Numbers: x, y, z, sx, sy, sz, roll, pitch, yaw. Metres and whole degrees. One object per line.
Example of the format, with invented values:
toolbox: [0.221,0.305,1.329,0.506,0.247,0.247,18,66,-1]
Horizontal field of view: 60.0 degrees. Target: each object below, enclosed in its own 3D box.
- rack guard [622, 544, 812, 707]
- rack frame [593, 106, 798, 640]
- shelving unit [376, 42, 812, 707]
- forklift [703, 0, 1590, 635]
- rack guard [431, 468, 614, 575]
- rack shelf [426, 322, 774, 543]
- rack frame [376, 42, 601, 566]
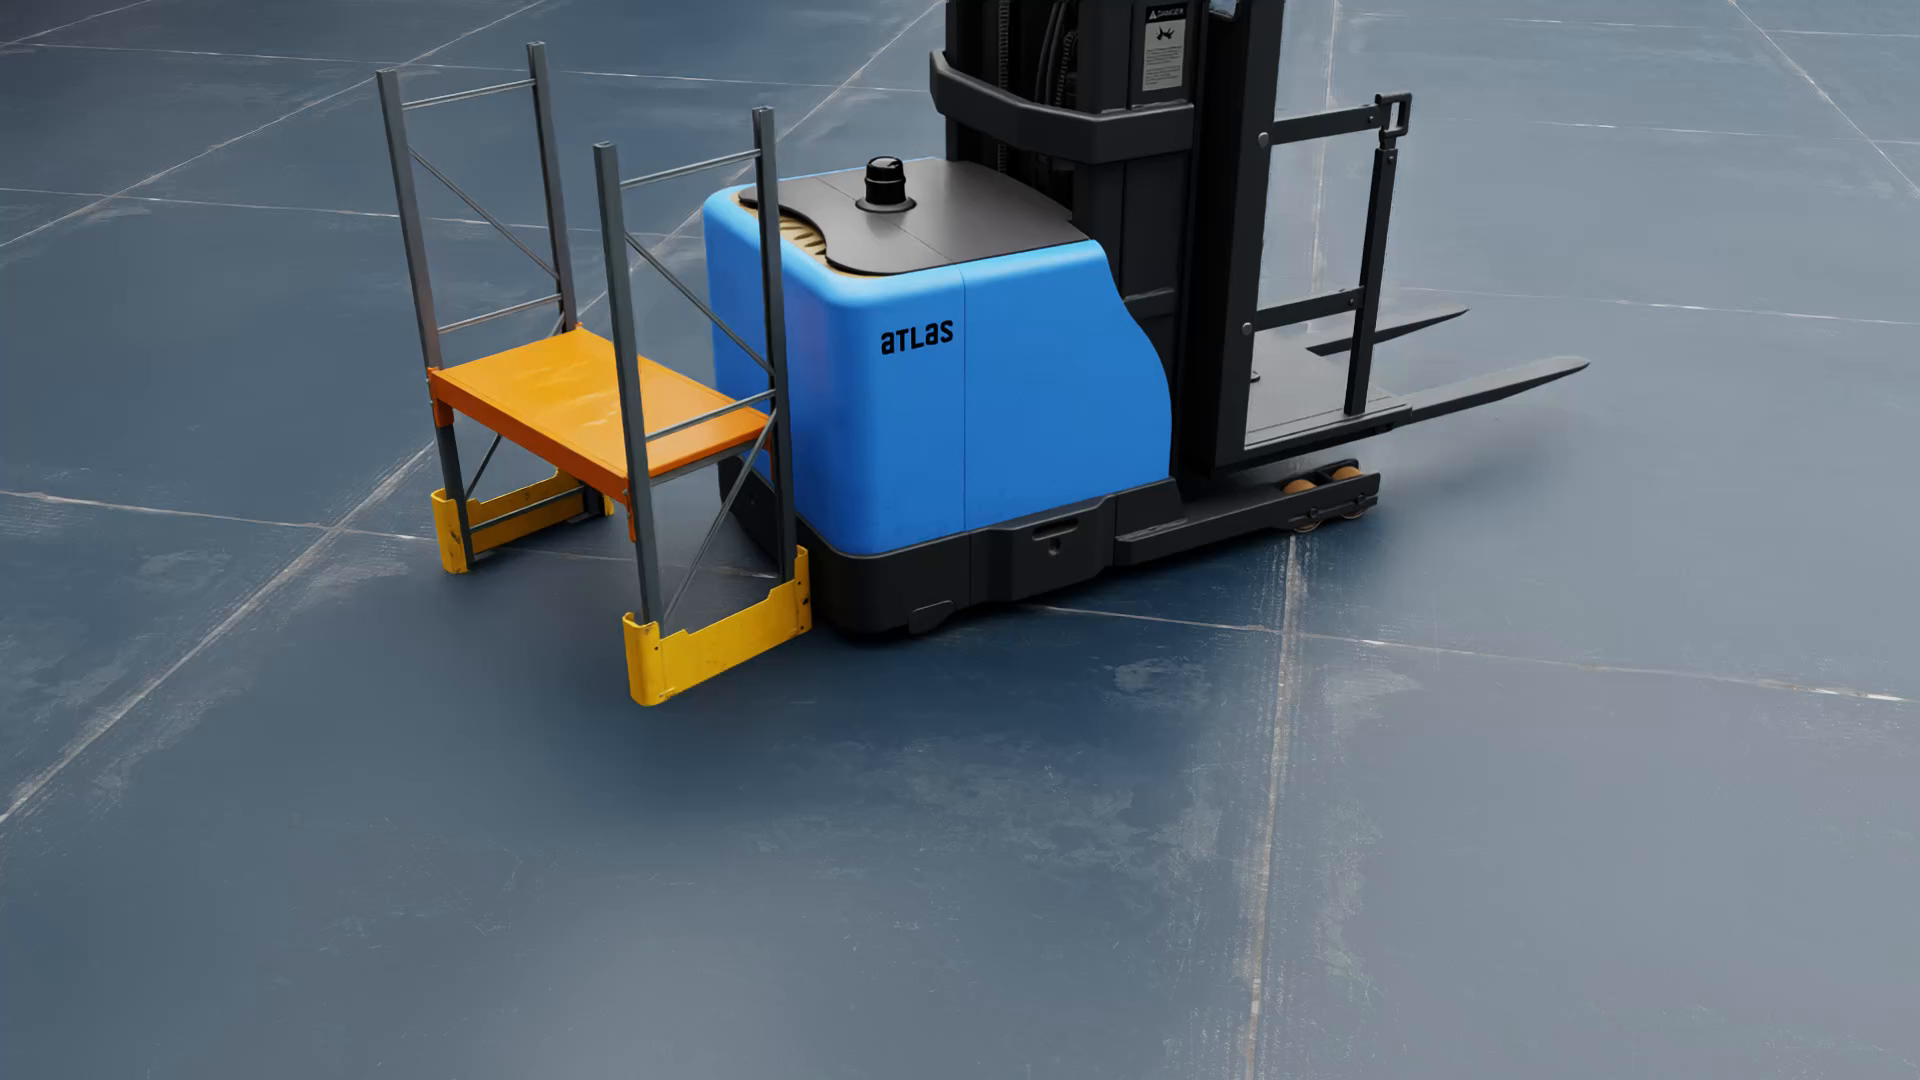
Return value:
rack guard: [-0.656,0.227,4.575,0.587,0.250,0.087,-25,38,-38]
rack frame: [-0.642,-0.314,4.262,0.500,1.500,0.032,-25,38,-38]
shelving unit: [-1.005,-0.491,4.586,0.587,1.500,1.083,-25,38,-38]
forklift: [0.770,-1.516,4.966,3.031,2.935,1.130,-15,32,-25]
rack guard: [-1.355,-0.113,5.197,0.587,0.250,0.087,-25,38,-38]
rack shelf: [-0.999,-0.330,4.666,0.538,0.185,1.000,-25,38,-38]
rack frame: [-1.356,-0.662,4.897,0.500,1.500,0.032,-25,38,-38]
